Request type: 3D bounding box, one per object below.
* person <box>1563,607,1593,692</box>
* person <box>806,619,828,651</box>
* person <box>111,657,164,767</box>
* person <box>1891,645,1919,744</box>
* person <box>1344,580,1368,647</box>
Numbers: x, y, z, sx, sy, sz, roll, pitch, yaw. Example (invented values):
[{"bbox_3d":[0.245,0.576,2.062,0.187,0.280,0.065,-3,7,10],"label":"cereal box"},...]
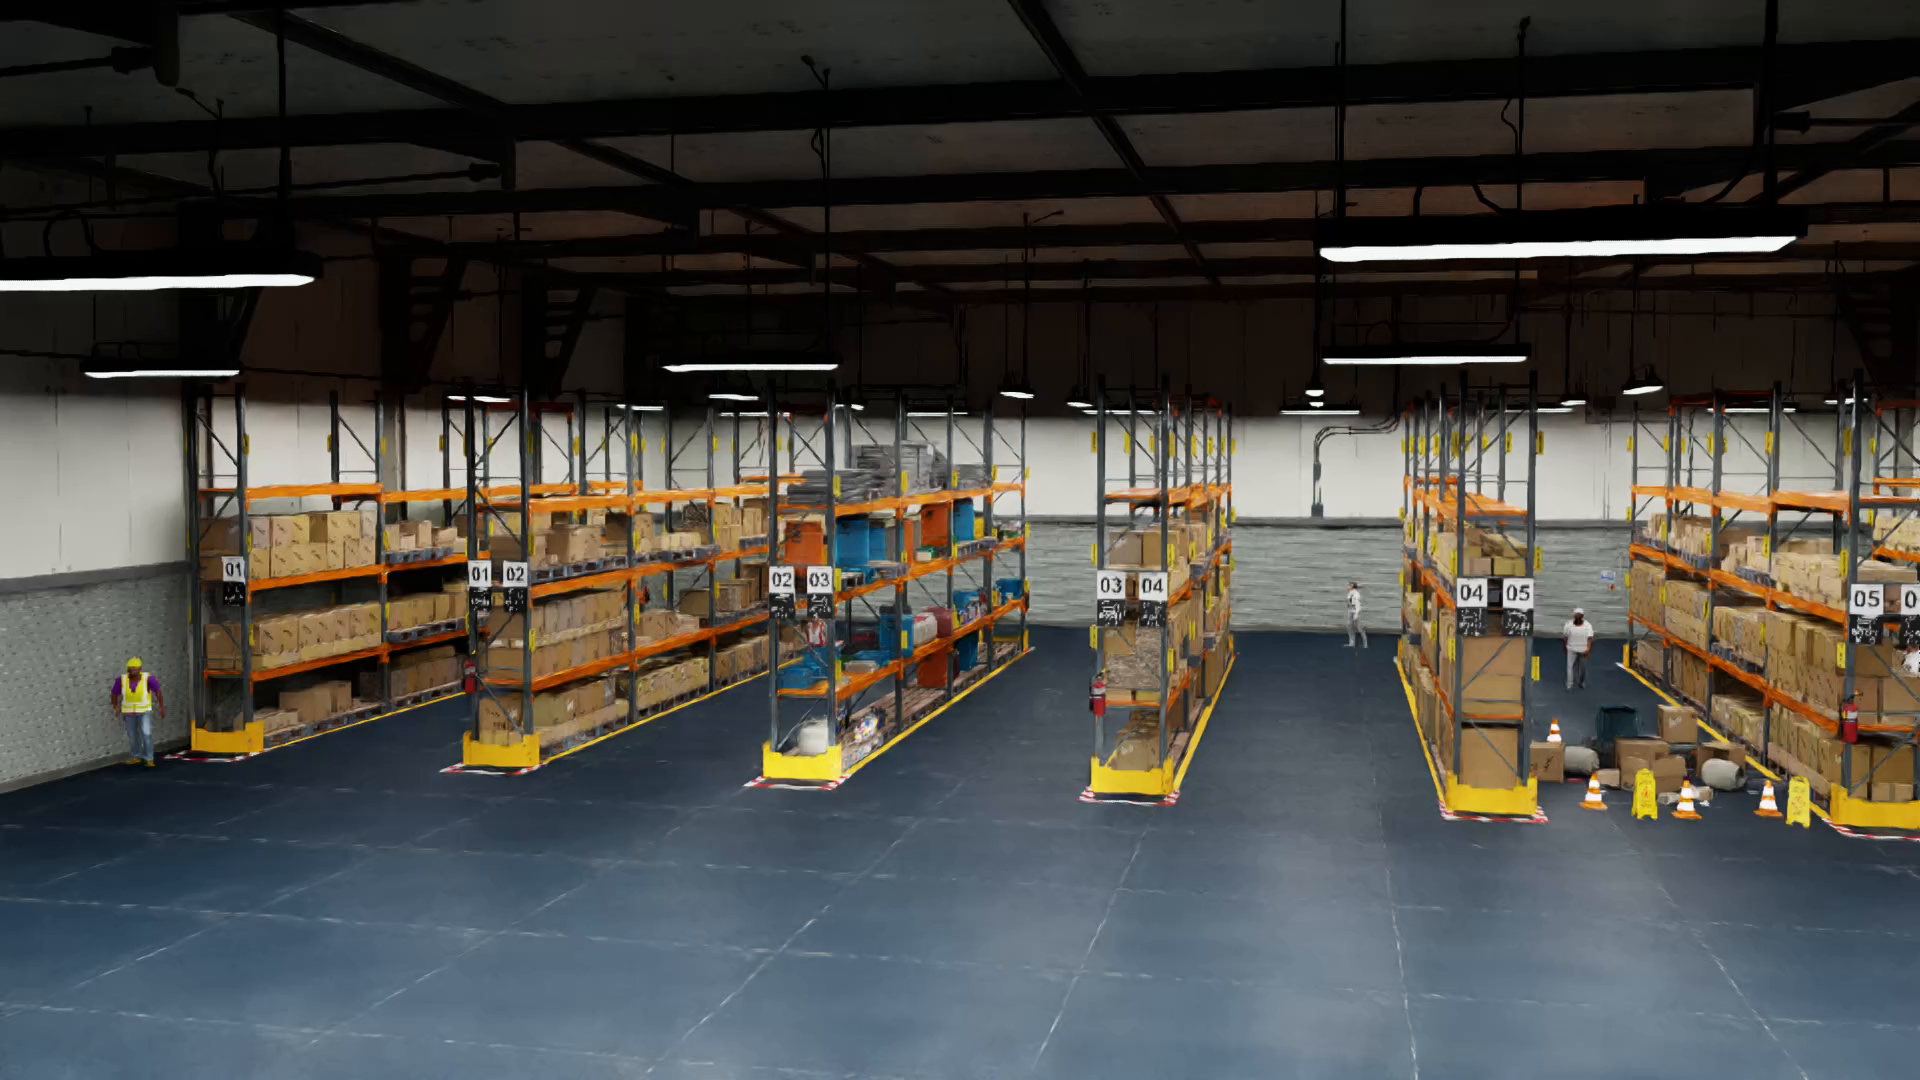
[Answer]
[{"bbox_3d":[12.542,2.210,33.747,0.570,1.708,1.041,1,4,21],"label":"person"},{"bbox_3d":[-2.859,2.232,33.259,0.567,1.736,1.044,1,3,12],"label":"person"},{"bbox_3d":[-12.783,2.662,25.844,0.702,1.706,0.765,-1,3,-10],"label":"person"},{"bbox_3d":[15.988,2.513,27.970,0.586,1.748,0.653,3,4,41],"label":"person"},{"bbox_3d":[9.822,1.819,41.208,0.591,1.658,0.510,-1,3,-21],"label":"person"}]
